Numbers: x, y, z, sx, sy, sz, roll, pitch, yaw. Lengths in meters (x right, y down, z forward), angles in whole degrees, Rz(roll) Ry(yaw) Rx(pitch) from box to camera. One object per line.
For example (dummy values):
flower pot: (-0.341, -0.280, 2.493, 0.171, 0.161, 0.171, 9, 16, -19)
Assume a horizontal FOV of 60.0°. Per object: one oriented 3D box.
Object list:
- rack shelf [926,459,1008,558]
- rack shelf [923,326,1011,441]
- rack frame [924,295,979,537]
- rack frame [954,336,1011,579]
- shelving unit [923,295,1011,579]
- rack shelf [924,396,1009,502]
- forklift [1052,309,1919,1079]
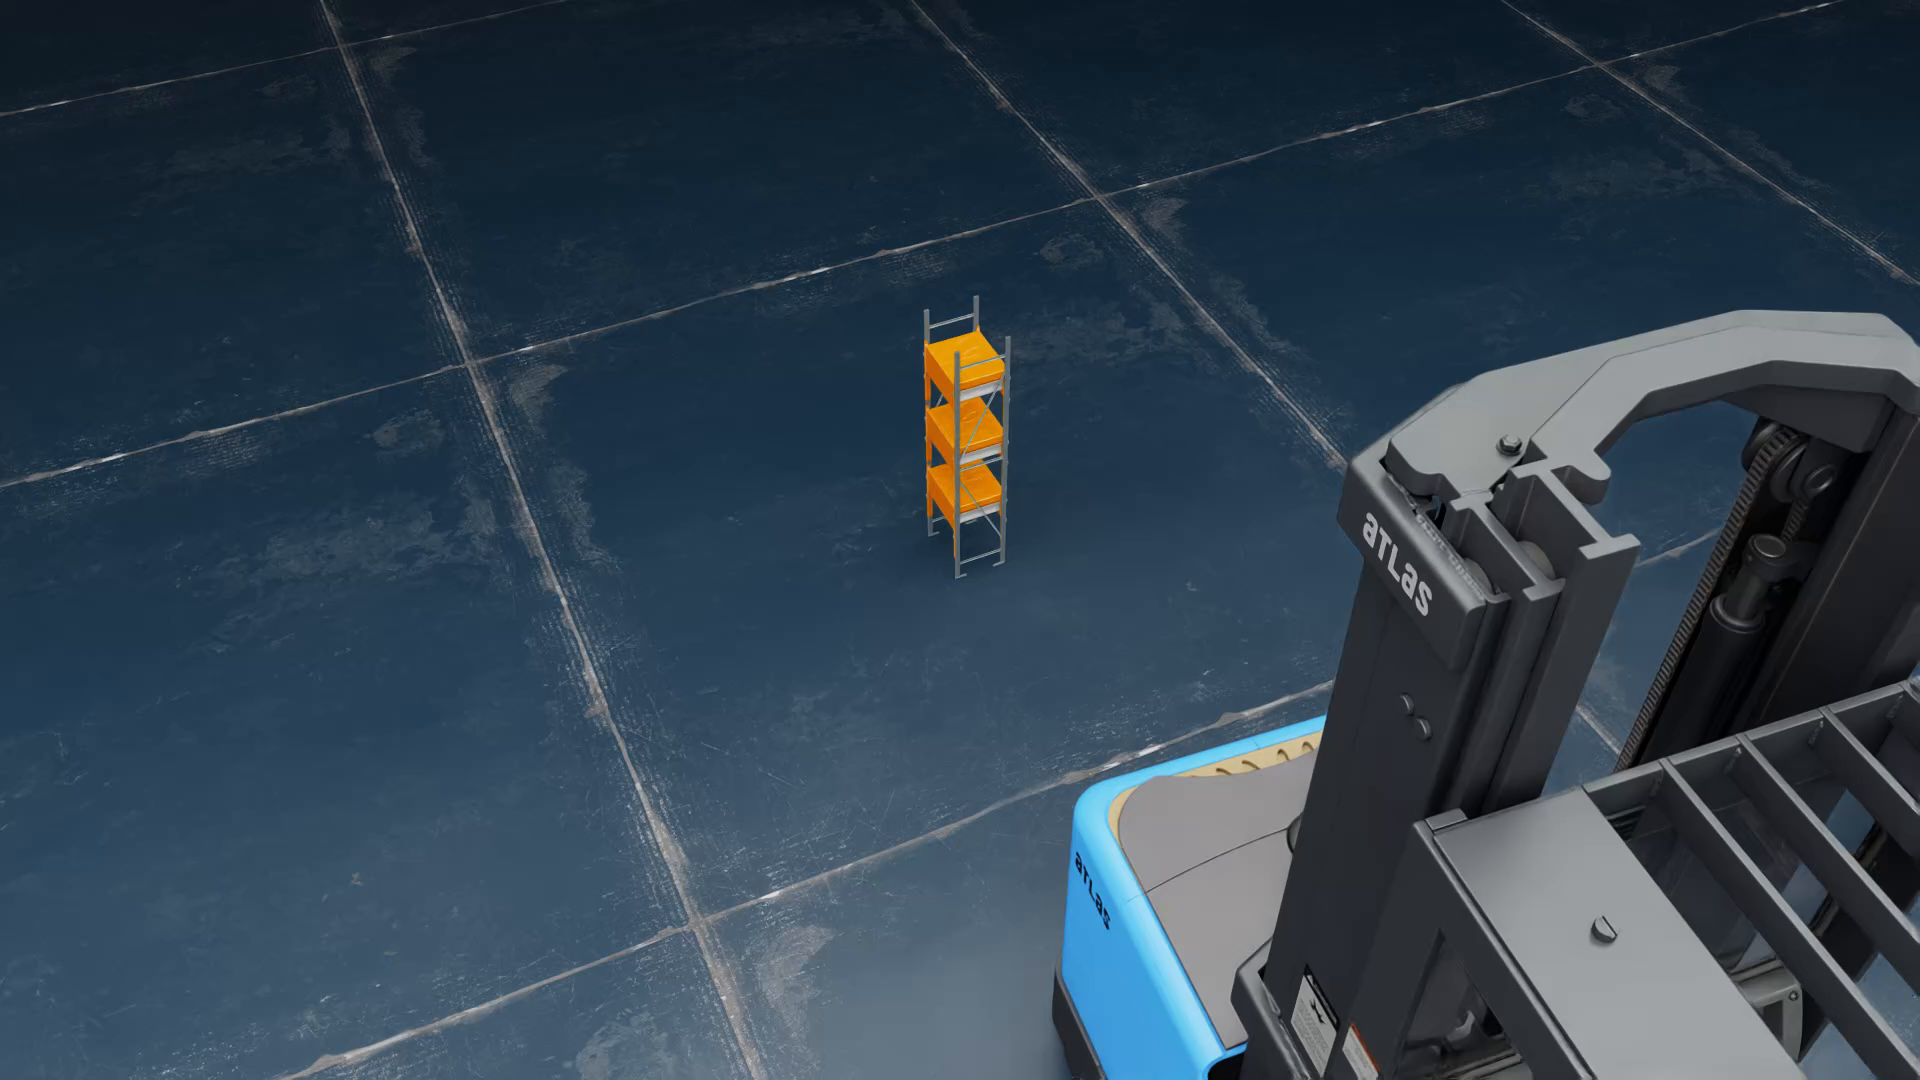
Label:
rack shelf: (0.022, -0.134, 6.049, 0.215, 0.259, 0.240, -18, 47, -17)
rack shelf: (0.022, -0.534, 5.655, 0.215, 0.259, 0.240, -18, 47, -17)
rack frame: (-0.029, -0.417, 5.925, 0.200, 1.050, 0.008, -18, 47, -17)
rack frame: (0.074, -0.262, 5.768, 0.200, 1.050, 0.008, -18, 47, -17)
shelving unit: (0.022, -0.340, 5.847, 0.215, 1.050, 0.252, -18, 47, -17)
rack shelf: (0.022, -0.332, 5.854, 0.215, 0.259, 0.240, -18, 47, -17)
forklift: (1.241, 1.197, 2.950, 1.130, 2.935, 3.031, -14, 46, -14)
